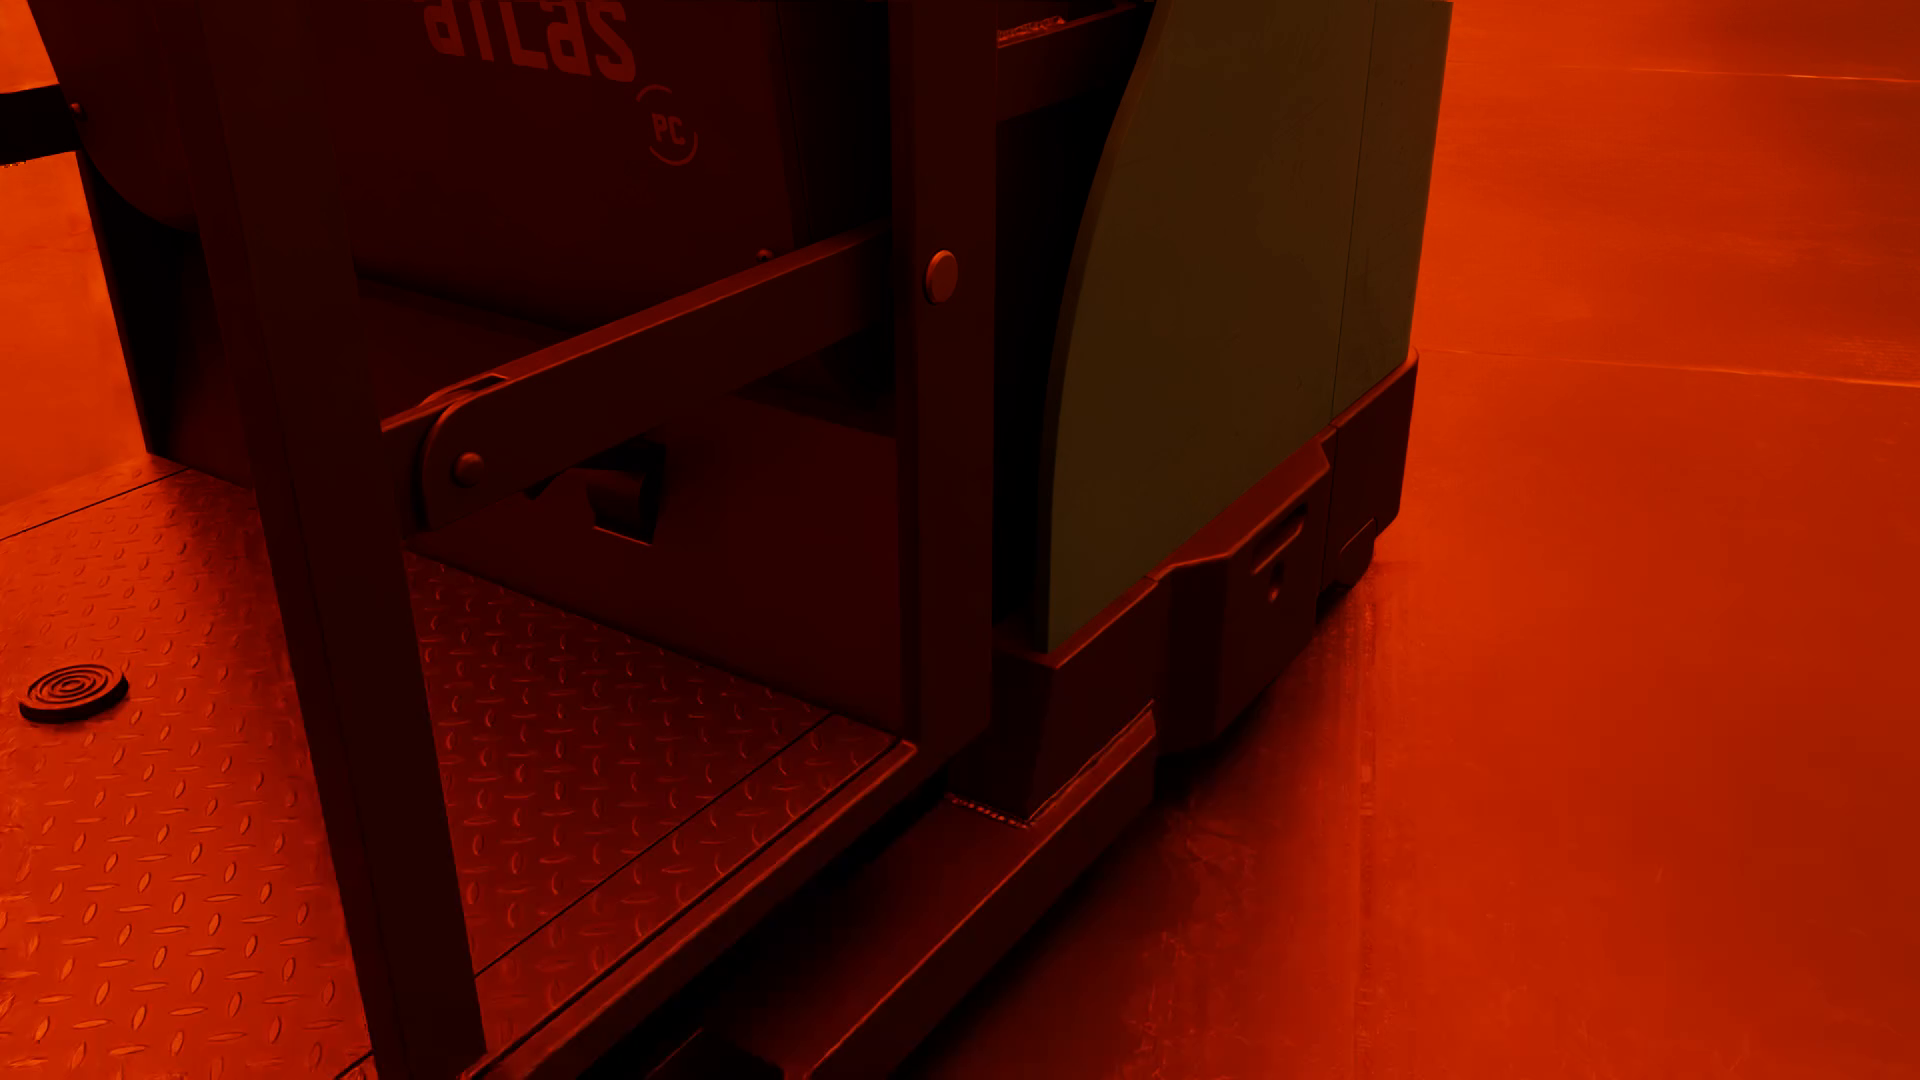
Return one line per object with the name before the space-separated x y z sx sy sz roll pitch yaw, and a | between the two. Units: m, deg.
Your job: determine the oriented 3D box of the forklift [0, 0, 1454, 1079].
forklift | -0.594 -0.878 0.986 1.130 2.935 3.031 17 31 30
